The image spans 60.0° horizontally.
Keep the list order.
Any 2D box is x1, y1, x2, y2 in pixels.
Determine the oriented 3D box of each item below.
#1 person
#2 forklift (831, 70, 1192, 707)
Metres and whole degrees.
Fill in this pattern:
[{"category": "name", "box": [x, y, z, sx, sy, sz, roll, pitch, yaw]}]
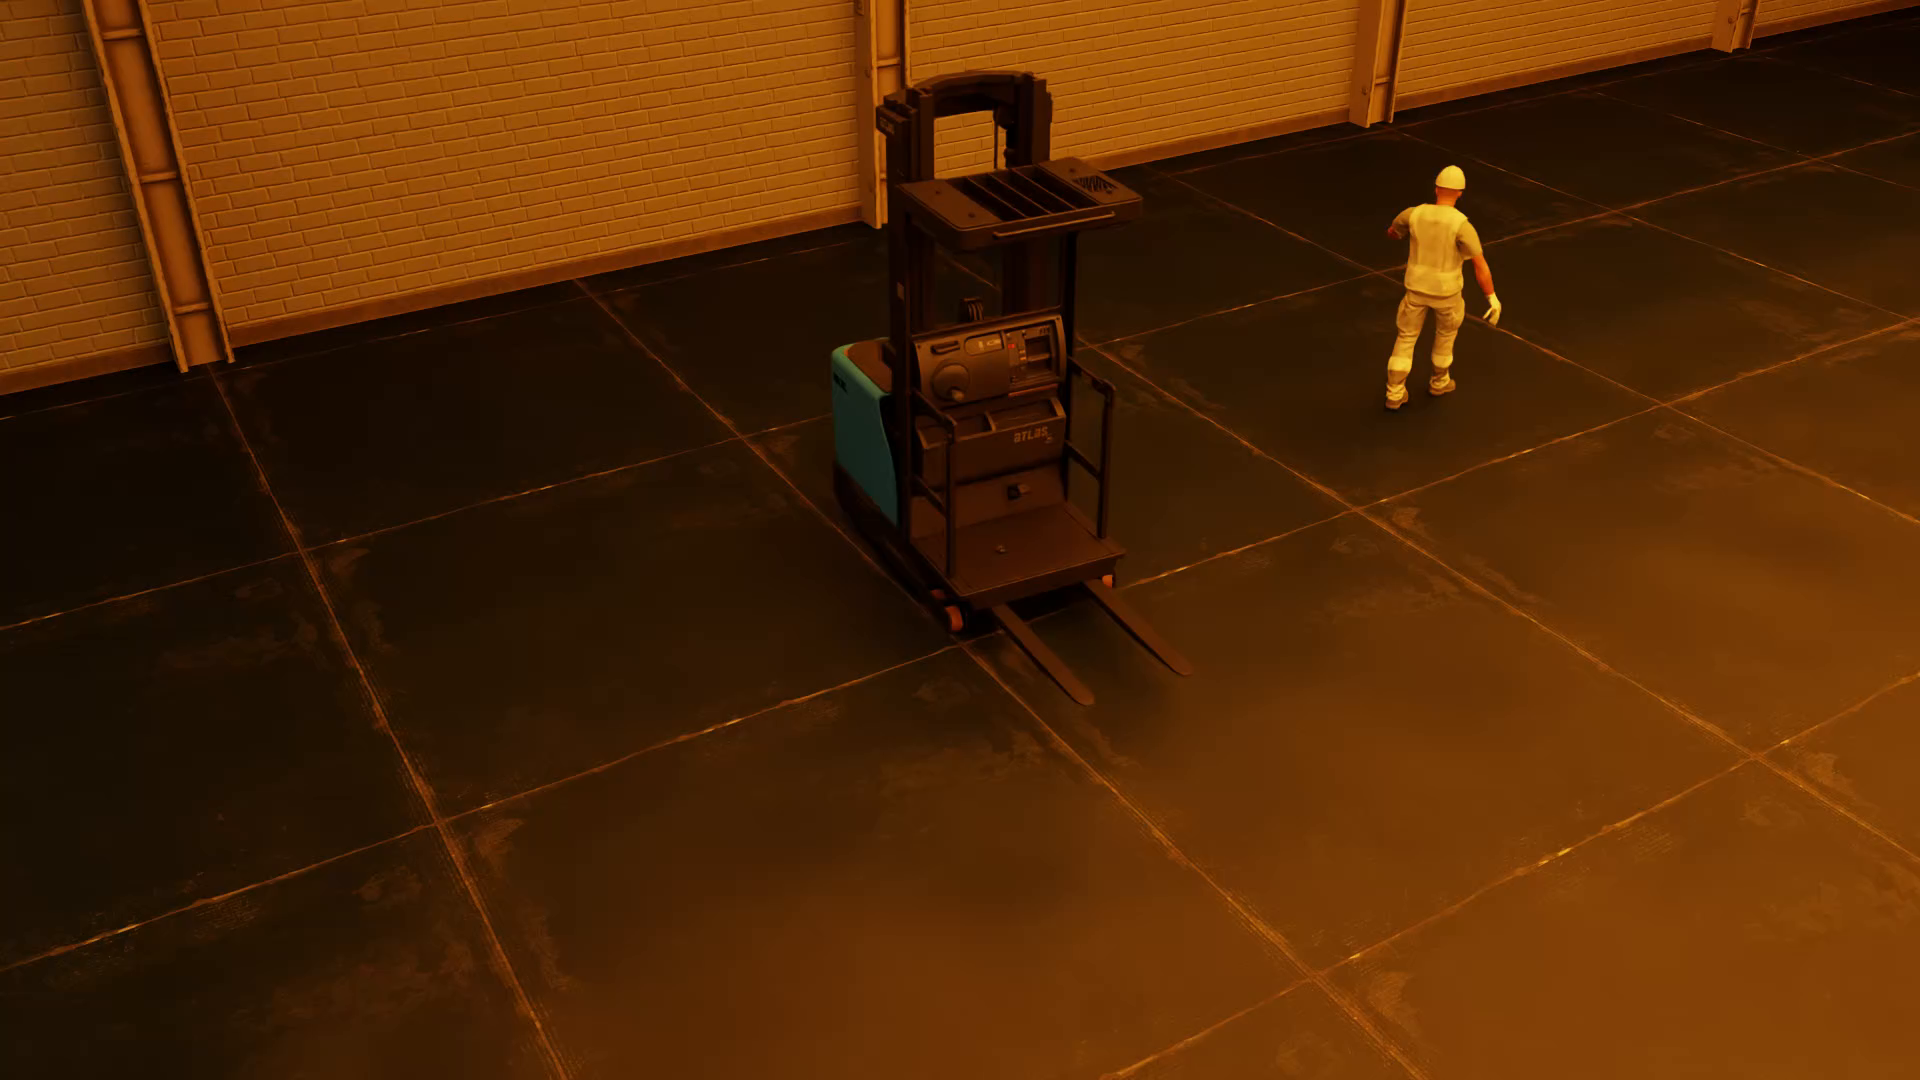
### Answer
[{"category": "person", "box": [3.415, -1.800, 11.812, 1.001, 1.763, 0.752, 19, 36, 28]}, {"category": "forklift", "box": [0.275, -0.977, 9.279, 1.130, 2.935, 3.031, -14, 34, -22]}]
